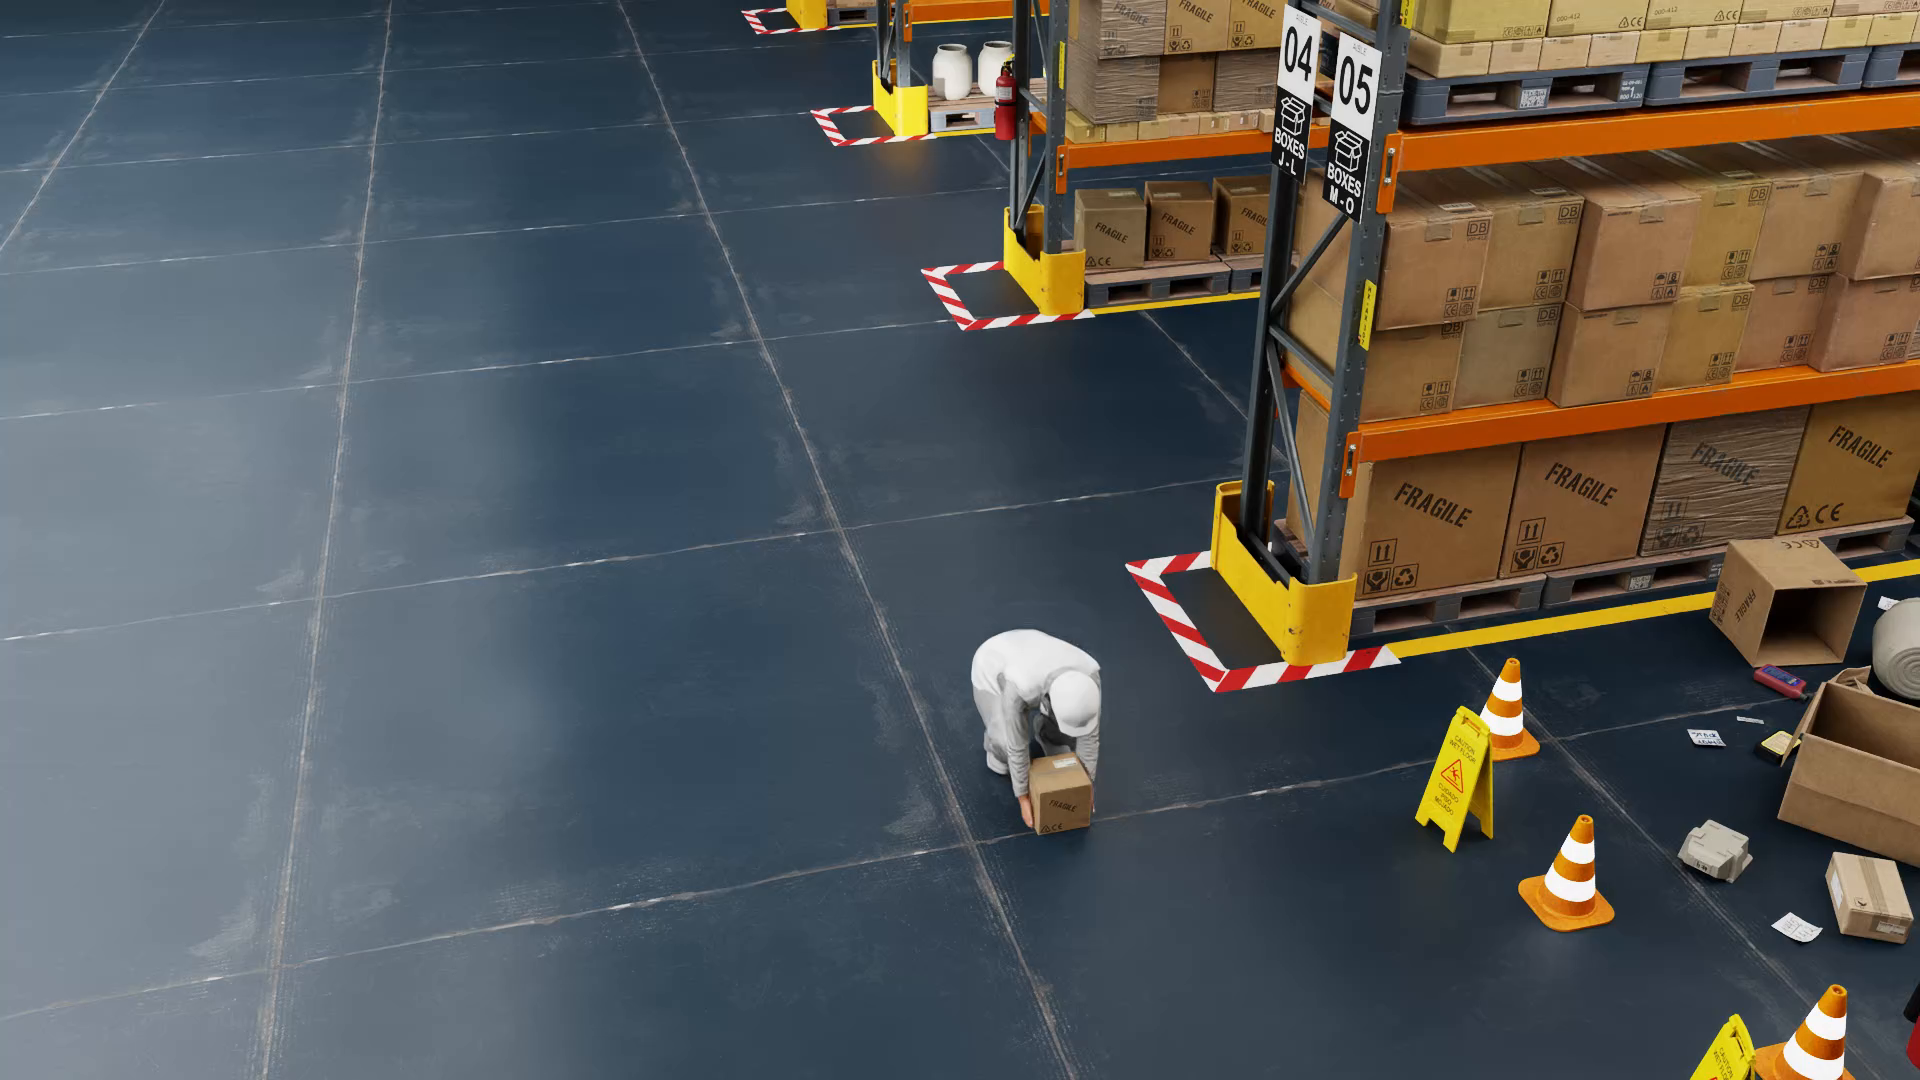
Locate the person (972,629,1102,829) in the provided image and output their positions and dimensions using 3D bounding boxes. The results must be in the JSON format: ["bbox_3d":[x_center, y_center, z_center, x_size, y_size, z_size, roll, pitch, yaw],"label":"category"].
[{"bbox_3d":[0.376,0.813,7.830,0.528,0.864,0.944,-8,31,-13],"label":"person"}]
